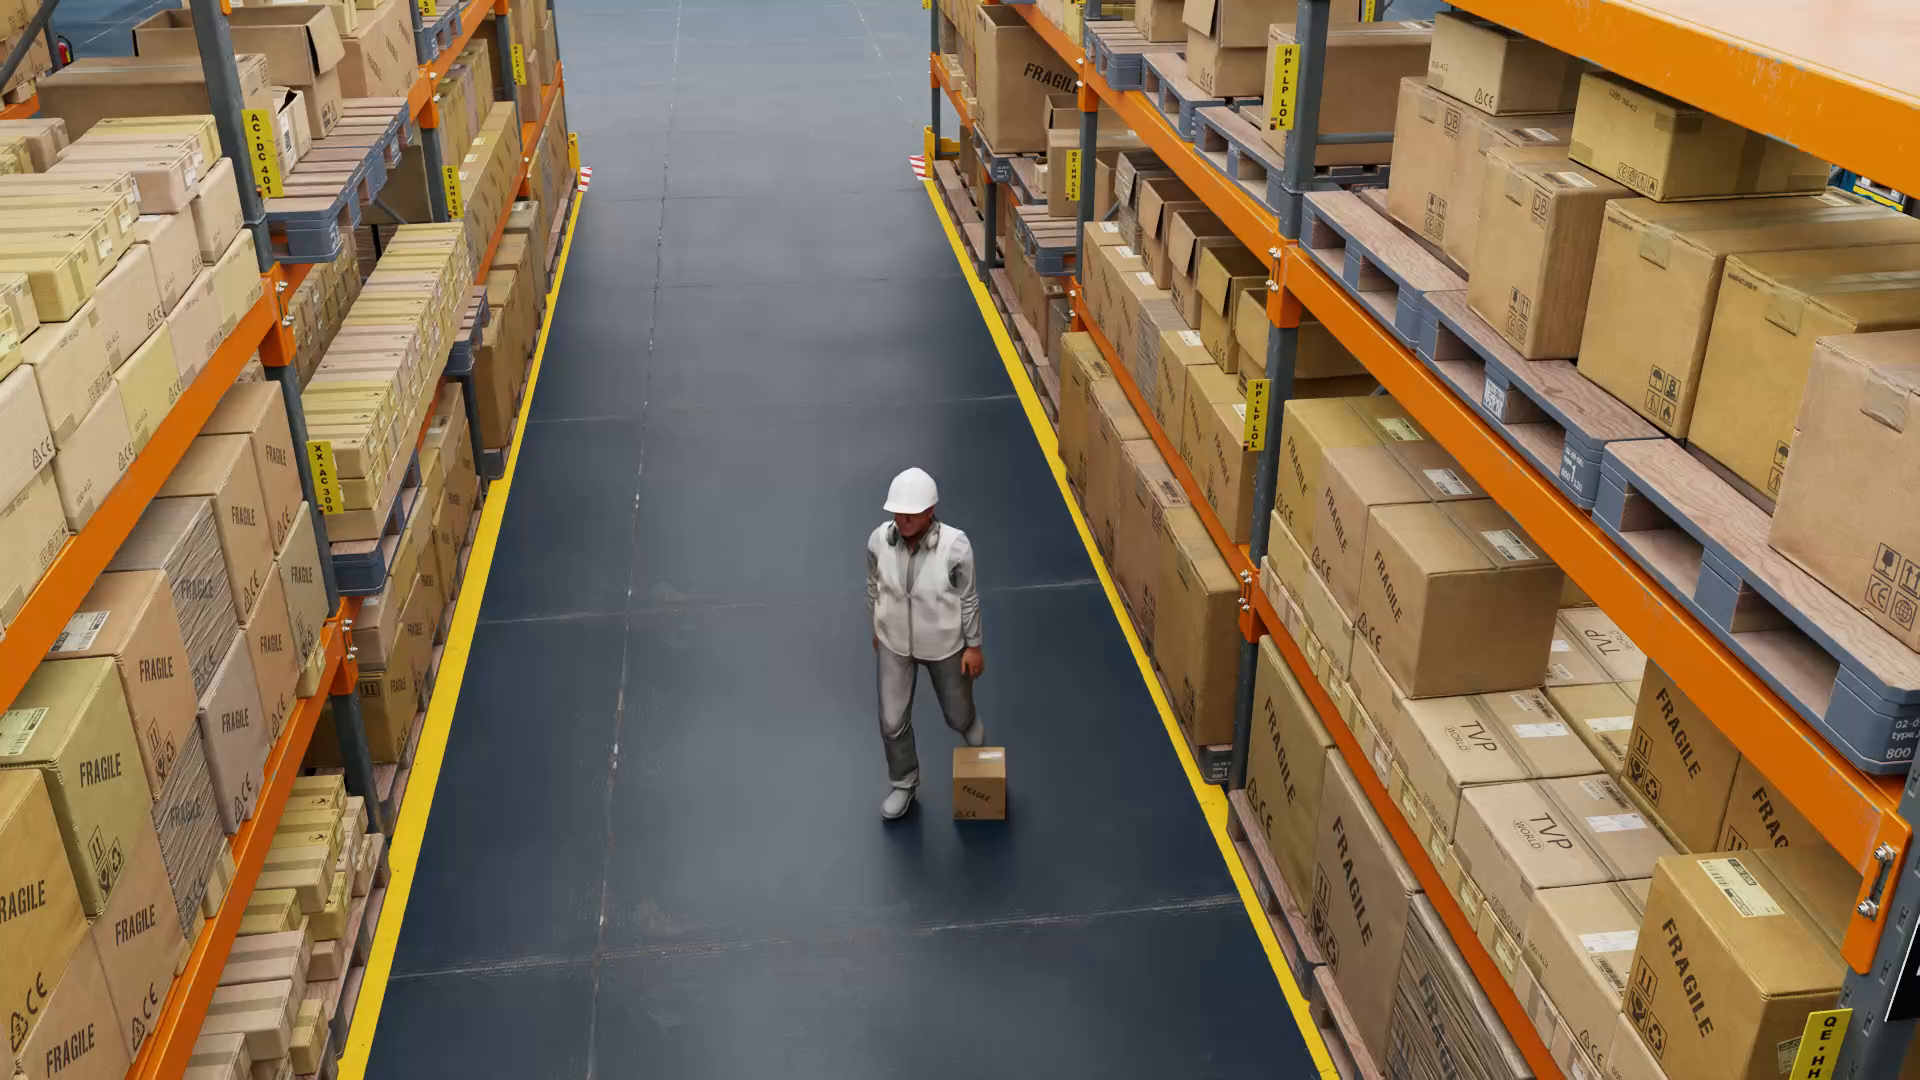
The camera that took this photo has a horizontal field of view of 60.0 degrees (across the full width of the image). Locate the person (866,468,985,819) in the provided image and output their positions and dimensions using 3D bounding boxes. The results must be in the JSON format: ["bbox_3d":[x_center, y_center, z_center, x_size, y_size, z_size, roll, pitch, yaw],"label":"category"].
[{"bbox_3d":[-0.141,0.407,7.780,0.570,1.737,0.799,6,28,12],"label":"person"}]
